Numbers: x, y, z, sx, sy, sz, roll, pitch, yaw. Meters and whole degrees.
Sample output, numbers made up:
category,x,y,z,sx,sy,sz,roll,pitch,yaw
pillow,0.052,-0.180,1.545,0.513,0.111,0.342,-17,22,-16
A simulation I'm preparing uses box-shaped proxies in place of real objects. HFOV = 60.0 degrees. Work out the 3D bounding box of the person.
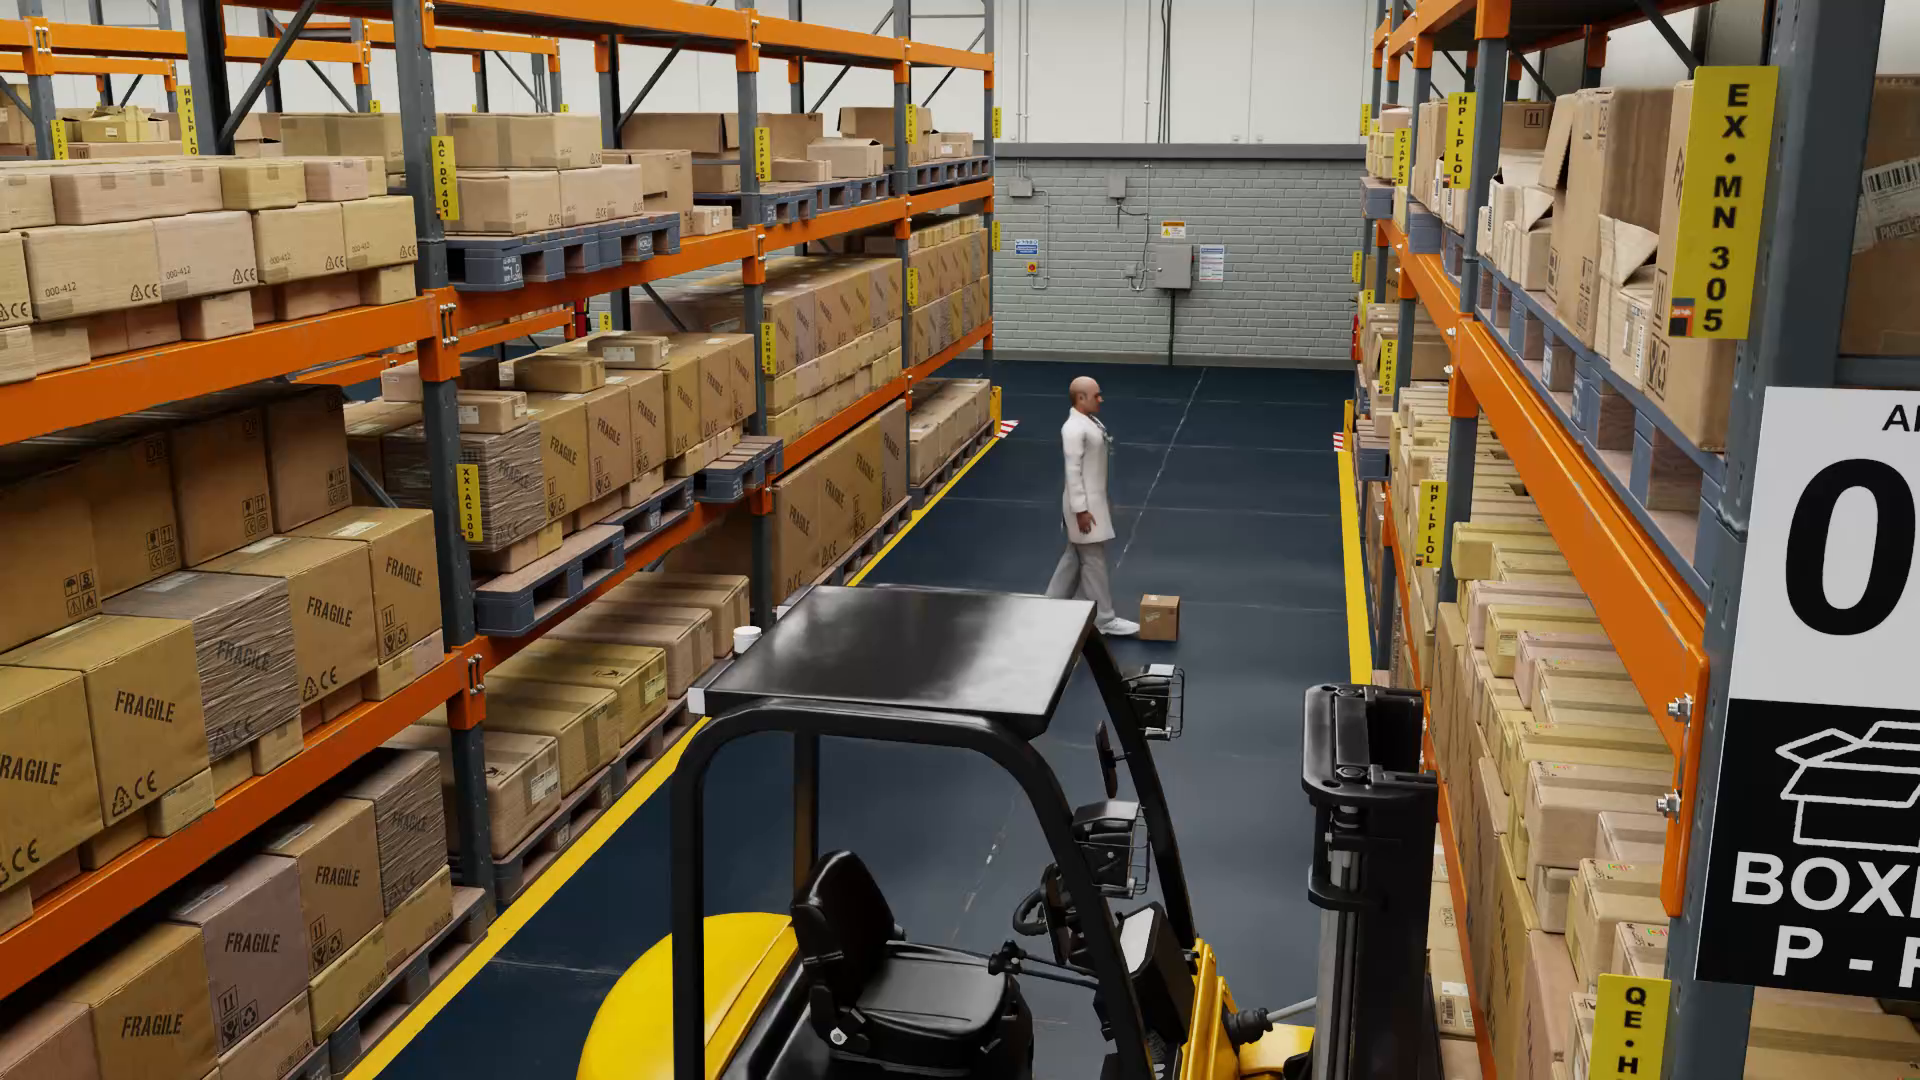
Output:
category,x,y,z,sx,sy,sz,roll,pitch,yaw
person,0.899,-0.227,11.412,0.739,1.796,0.604,3,15,12
